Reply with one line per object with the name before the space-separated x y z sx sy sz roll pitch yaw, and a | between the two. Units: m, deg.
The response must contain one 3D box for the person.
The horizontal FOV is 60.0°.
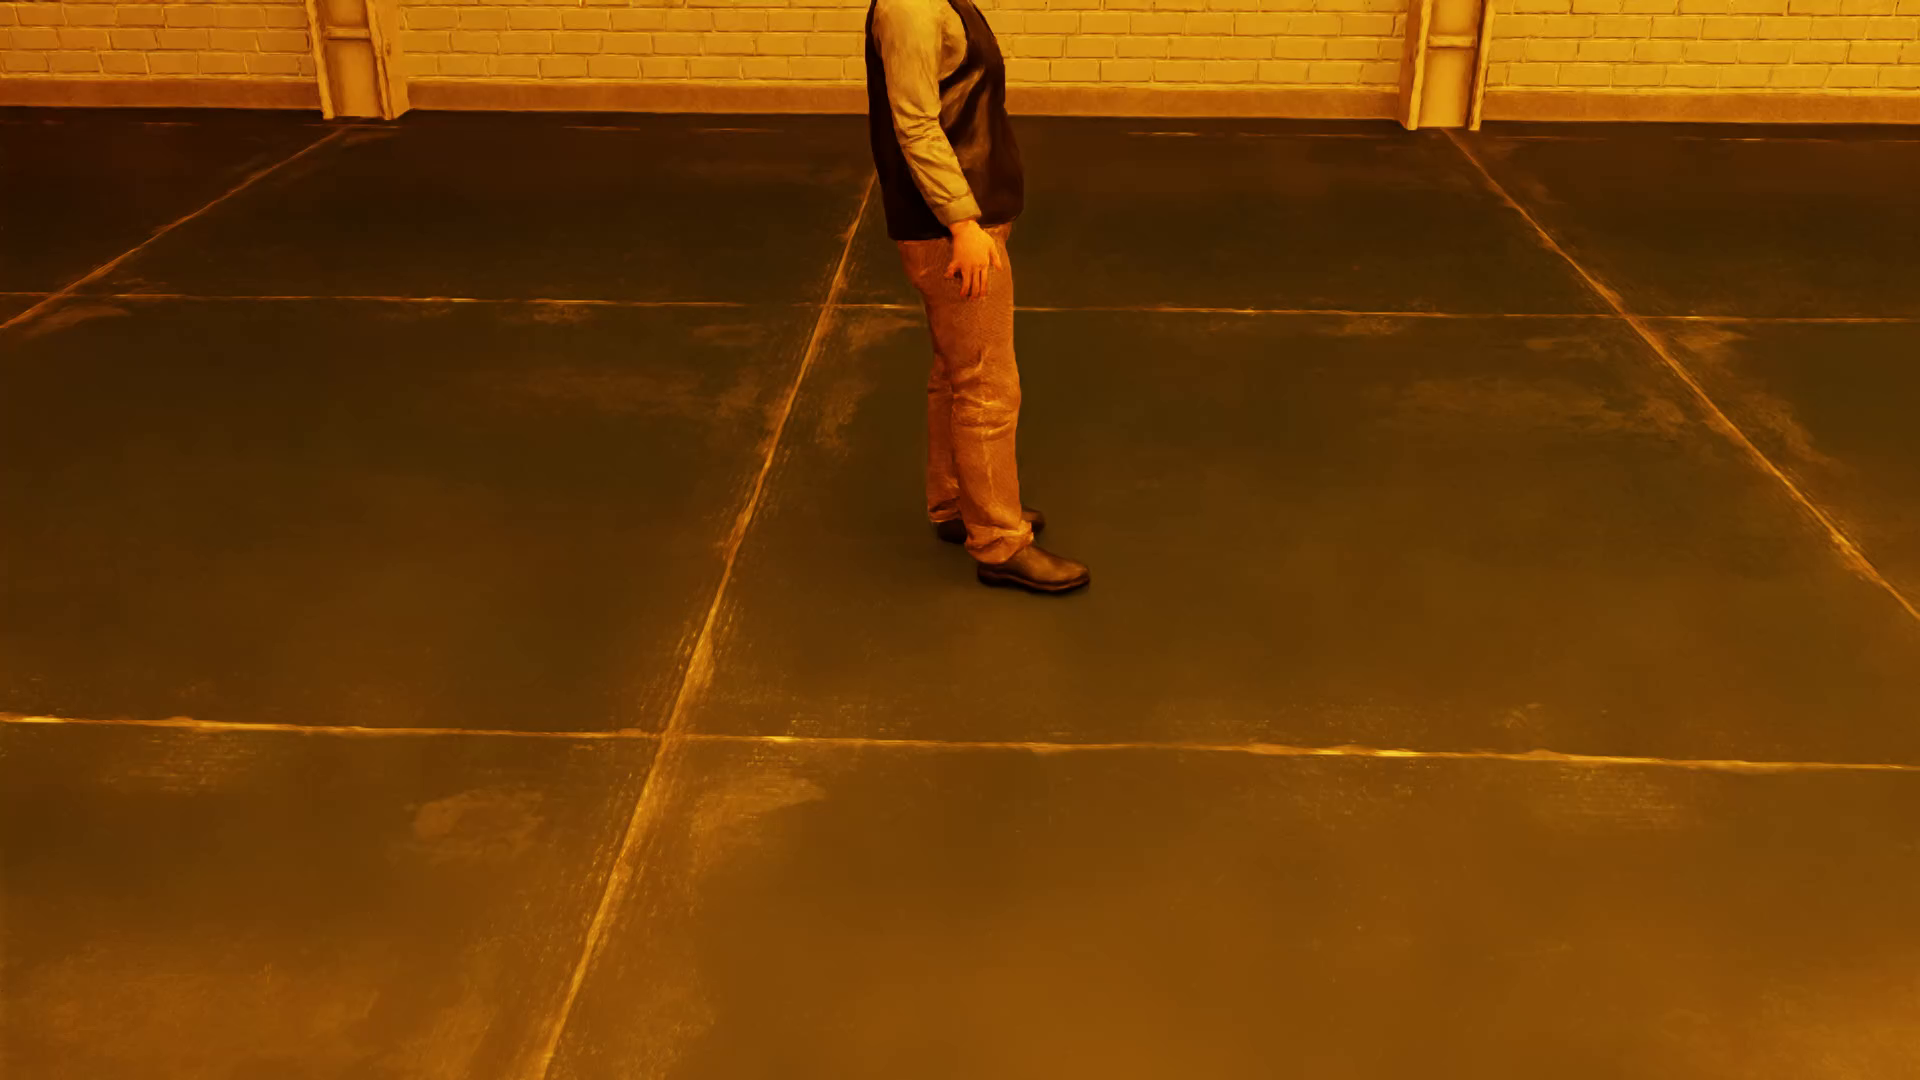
person | 0.062 -0.773 4.128 0.567 1.720 0.632 1 26 2
